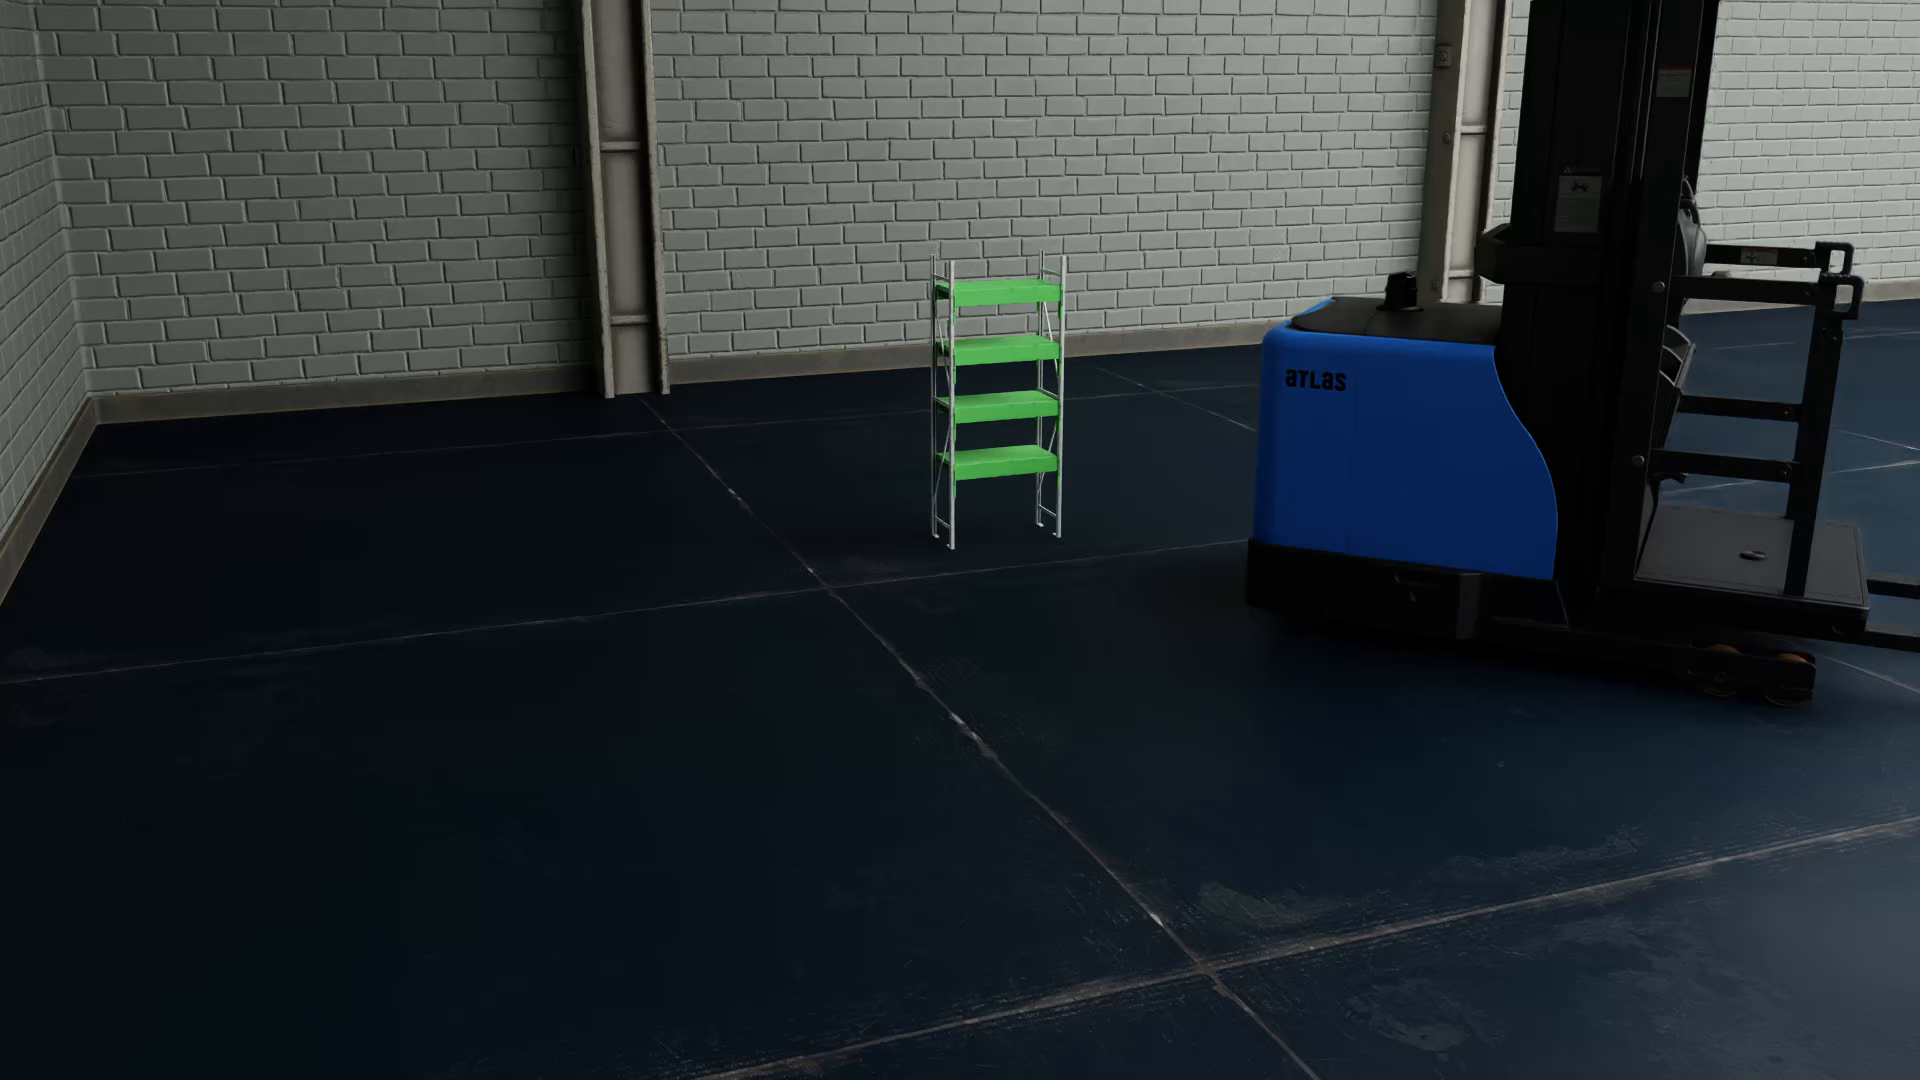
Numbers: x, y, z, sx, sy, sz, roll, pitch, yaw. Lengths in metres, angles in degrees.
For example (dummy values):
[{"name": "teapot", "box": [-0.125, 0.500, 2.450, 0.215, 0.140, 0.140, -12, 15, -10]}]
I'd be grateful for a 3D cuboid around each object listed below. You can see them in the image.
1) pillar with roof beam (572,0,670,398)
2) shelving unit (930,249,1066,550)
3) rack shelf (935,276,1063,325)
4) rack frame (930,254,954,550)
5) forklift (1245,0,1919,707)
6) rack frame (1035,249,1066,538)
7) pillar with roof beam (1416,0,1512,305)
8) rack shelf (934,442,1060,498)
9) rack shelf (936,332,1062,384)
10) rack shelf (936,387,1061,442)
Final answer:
[{"name": "pillar with roof beam", "box": [-0.467, -4.099, 5.084, 0.400, 9.000, 9.100, -6, 17, -20]}, {"name": "shelving unit", "box": [0.155, -0.592, 6.986, 0.503, 1.200, 0.258, -6, 17, -20]}, {"name": "rack shelf", "box": [0.155, -0.992, 6.869, 0.480, 0.148, 0.258, -6, 17, -20]}, {"name": "rack frame", "box": [-0.073, -0.568, 6.902, 0.015, 1.200, 0.240, -6, 17, -20]}, {"name": "forklift", "box": [2.600, -1.046, 5.460, 3.031, 2.935, 1.130, 8, 18, 25]}, {"name": "rack frame", "box": [0.382, -0.617, 7.070, 0.015, 1.200, 0.240, -6, 17, -20]}, {"name": "pillar with roof beam", "box": [5.136, -4.704, 7.144, 0.400, 9.000, 9.100, -6, 17, -20]}, {"name": "rack shelf", "box": [0.155, -0.301, 7.072, 0.480, 0.148, 0.258, -6, 17, -20]}, {"name": "rack shelf", "box": [0.155, -0.761, 6.936, 0.480, 0.148, 0.258, -6, 17, -20]}, {"name": "rack shelf", "box": [0.155, -0.531, 7.004, 0.480, 0.148, 0.258, -6, 17, -20]}]
